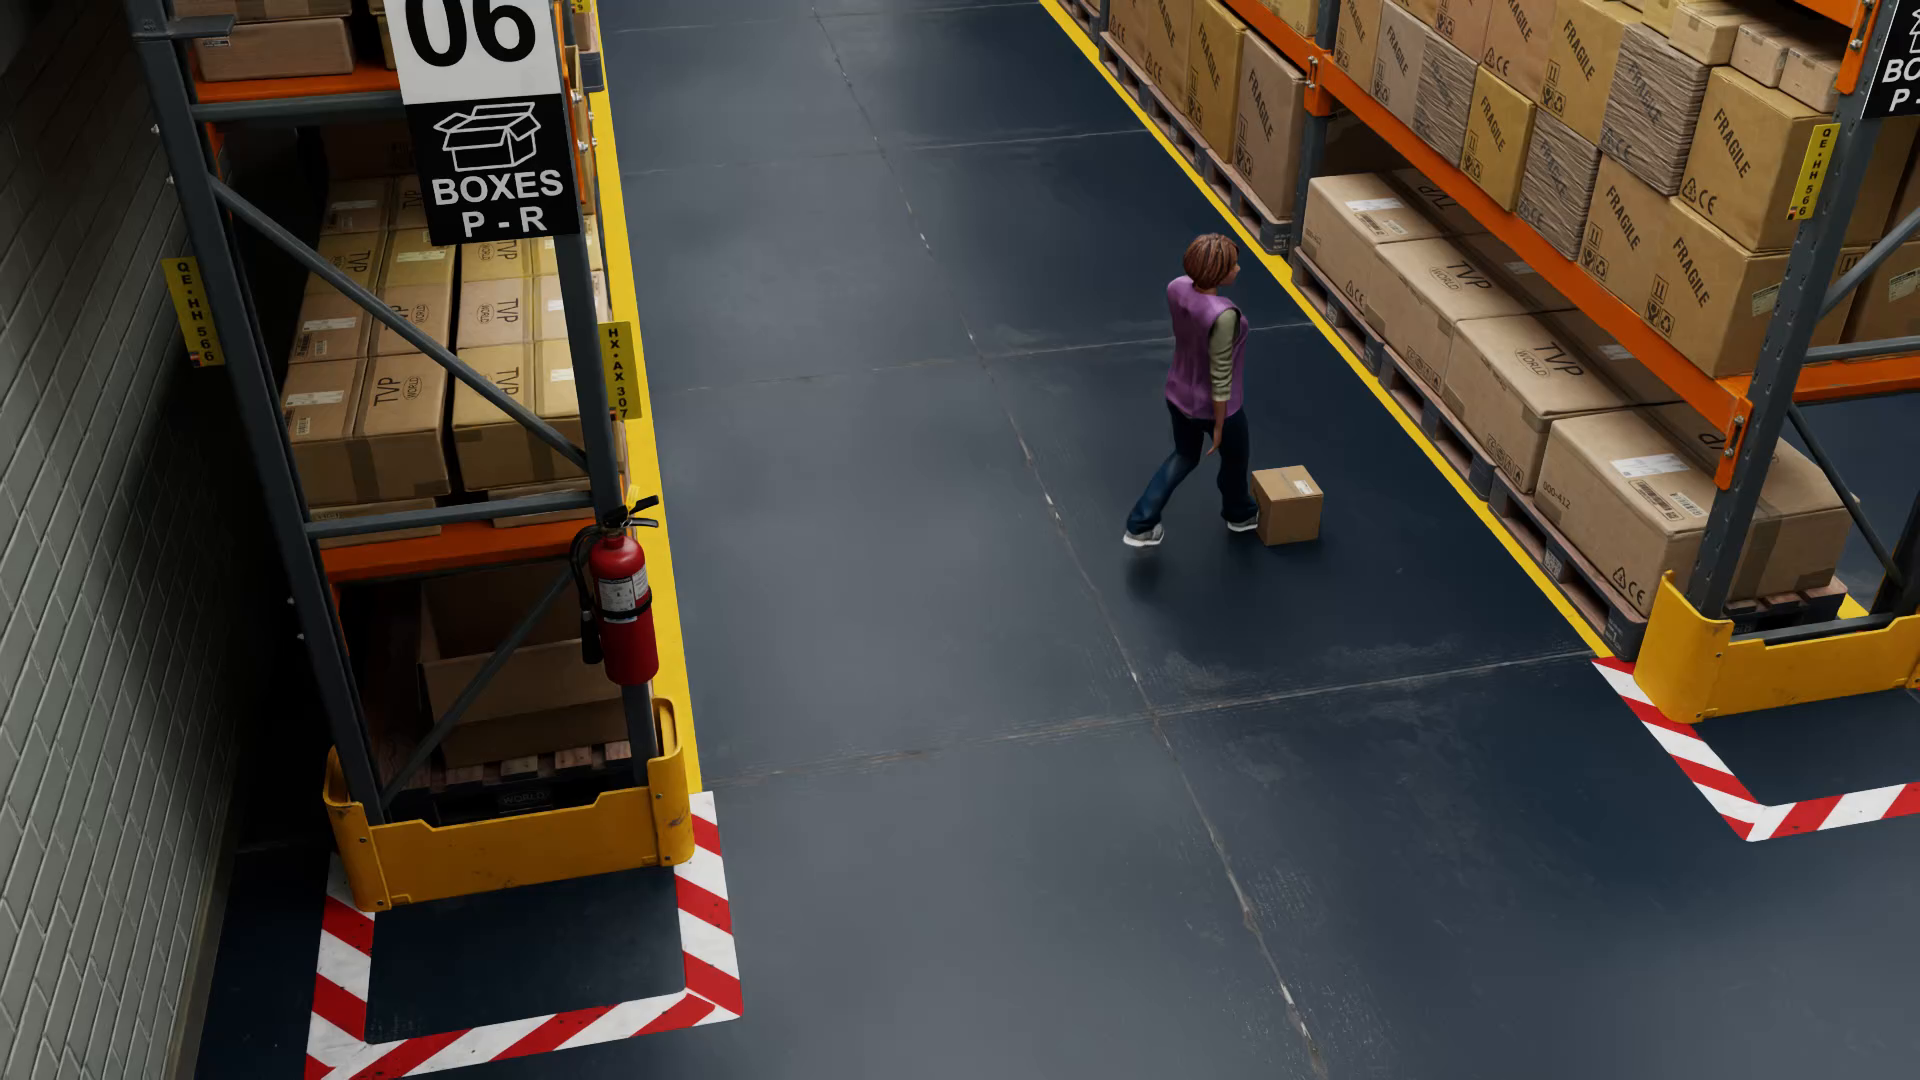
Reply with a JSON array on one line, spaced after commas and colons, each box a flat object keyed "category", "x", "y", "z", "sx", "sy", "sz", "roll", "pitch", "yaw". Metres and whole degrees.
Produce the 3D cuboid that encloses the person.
[{"category": "person", "x": 1.083, "y": -0.632, "z": 7.071, "sx": 0.855, "sy": 1.541, "sz": 0.481, "roll": -20, "pitch": 39, "yaw": -26}]
